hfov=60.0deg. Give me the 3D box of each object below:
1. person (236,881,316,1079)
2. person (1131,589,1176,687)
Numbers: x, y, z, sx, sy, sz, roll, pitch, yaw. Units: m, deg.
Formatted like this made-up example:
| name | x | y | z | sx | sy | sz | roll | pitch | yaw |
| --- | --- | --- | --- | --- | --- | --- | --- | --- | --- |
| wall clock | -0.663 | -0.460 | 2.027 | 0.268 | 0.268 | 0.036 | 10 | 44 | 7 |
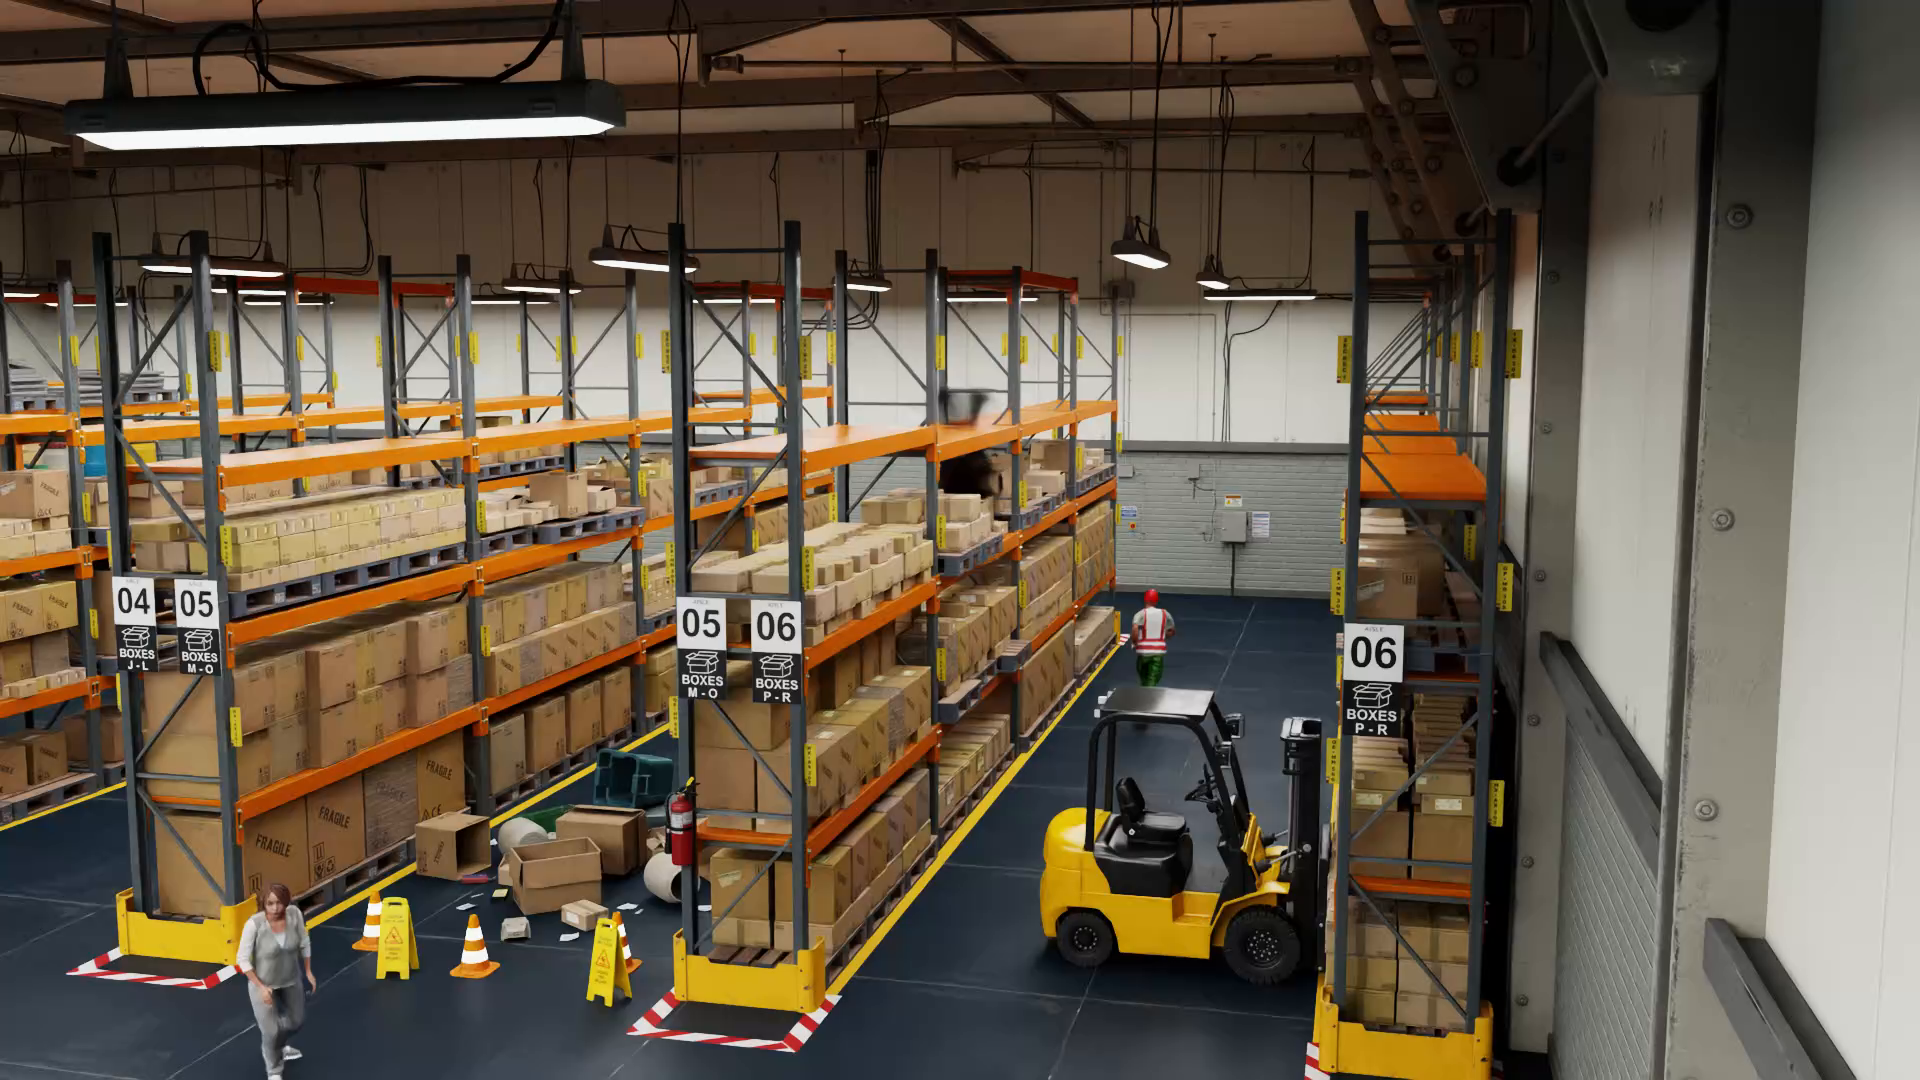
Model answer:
| name | x | y | z | sx | sy | sz | roll | pitch | yaw |
| --- | --- | --- | --- | --- | --- | --- | --- | --- | --- |
| person | -4.731 | 3.027 | 11.431 | 0.521 | 1.531 | 0.690 | -7 | 10 | -44 |
| person | 2.603 | 1.563 | 22.357 | 0.614 | 1.764 | 0.855 | 0 | 7 | 2 |
